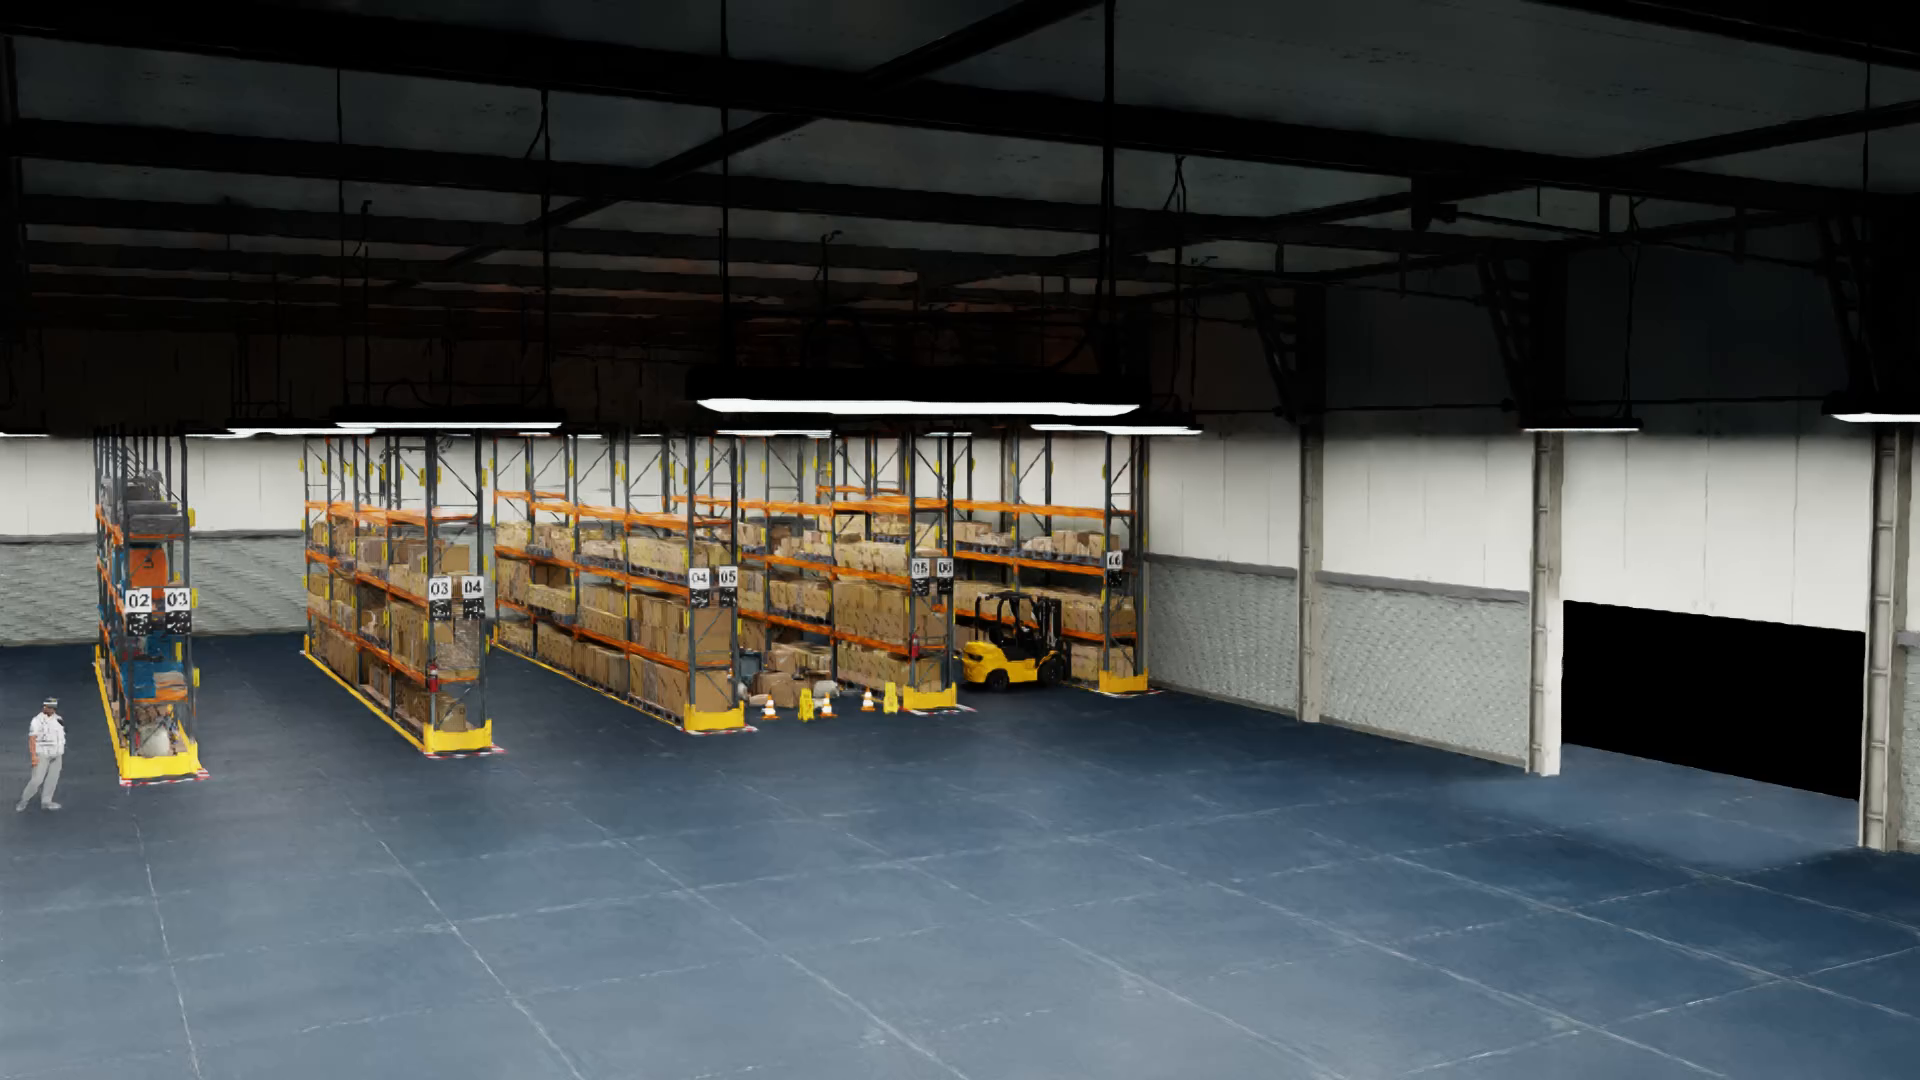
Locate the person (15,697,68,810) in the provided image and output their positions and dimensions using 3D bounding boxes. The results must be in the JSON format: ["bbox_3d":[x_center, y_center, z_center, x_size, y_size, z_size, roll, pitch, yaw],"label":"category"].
[{"bbox_3d":[-14.160,3.296,25.619,0.543,1.739,0.713,1,4,21],"label":"person"}]
